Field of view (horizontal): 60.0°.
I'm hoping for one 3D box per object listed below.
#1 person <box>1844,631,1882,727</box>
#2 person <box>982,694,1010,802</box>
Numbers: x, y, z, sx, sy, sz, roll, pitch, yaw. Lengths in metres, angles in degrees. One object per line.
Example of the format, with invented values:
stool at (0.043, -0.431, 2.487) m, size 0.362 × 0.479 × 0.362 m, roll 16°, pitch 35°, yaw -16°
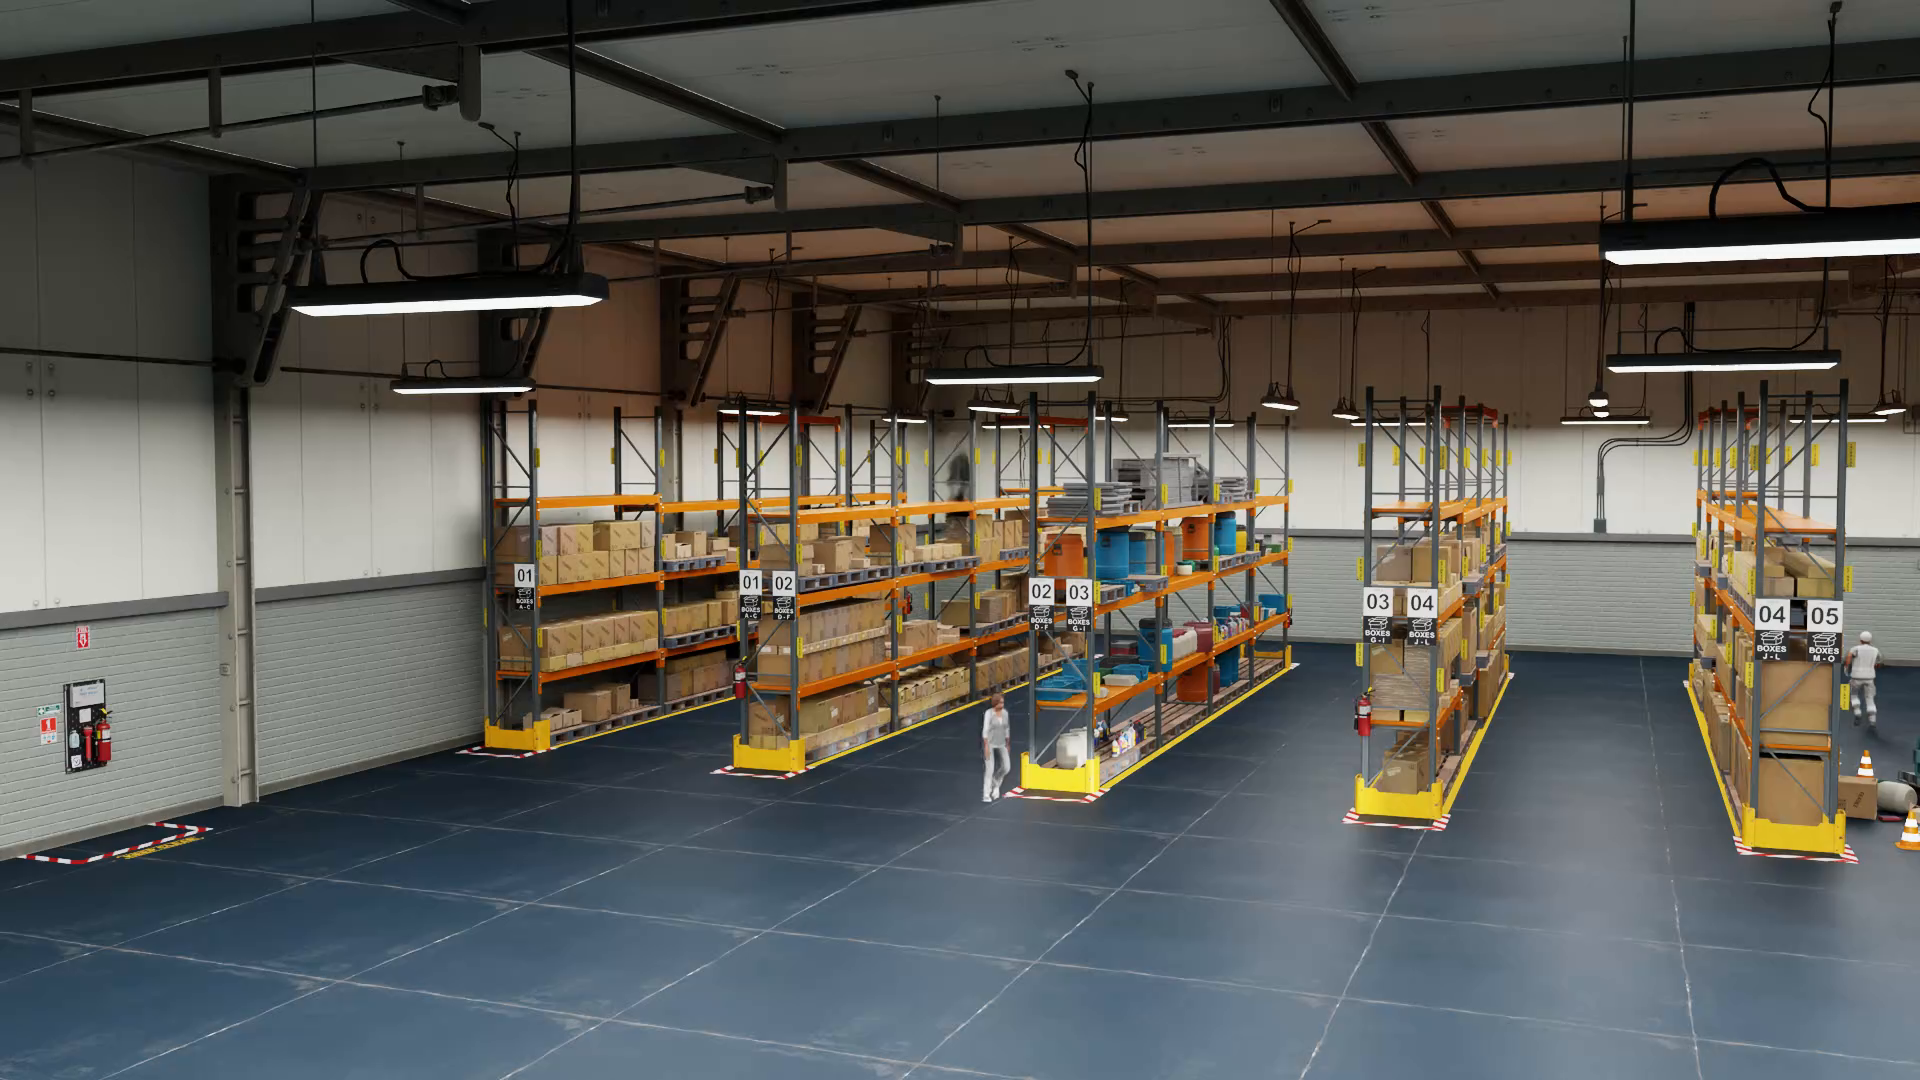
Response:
person at (16.731, 2.584, 30.834) m, size 0.671 × 1.782 × 0.884 m, roll 1°, pitch 3°, yaw 18°
person at (0.508, 3.025, 24.263) m, size 0.477 × 1.576 × 0.424 m, roll -1°, pitch 3°, yaw -27°
